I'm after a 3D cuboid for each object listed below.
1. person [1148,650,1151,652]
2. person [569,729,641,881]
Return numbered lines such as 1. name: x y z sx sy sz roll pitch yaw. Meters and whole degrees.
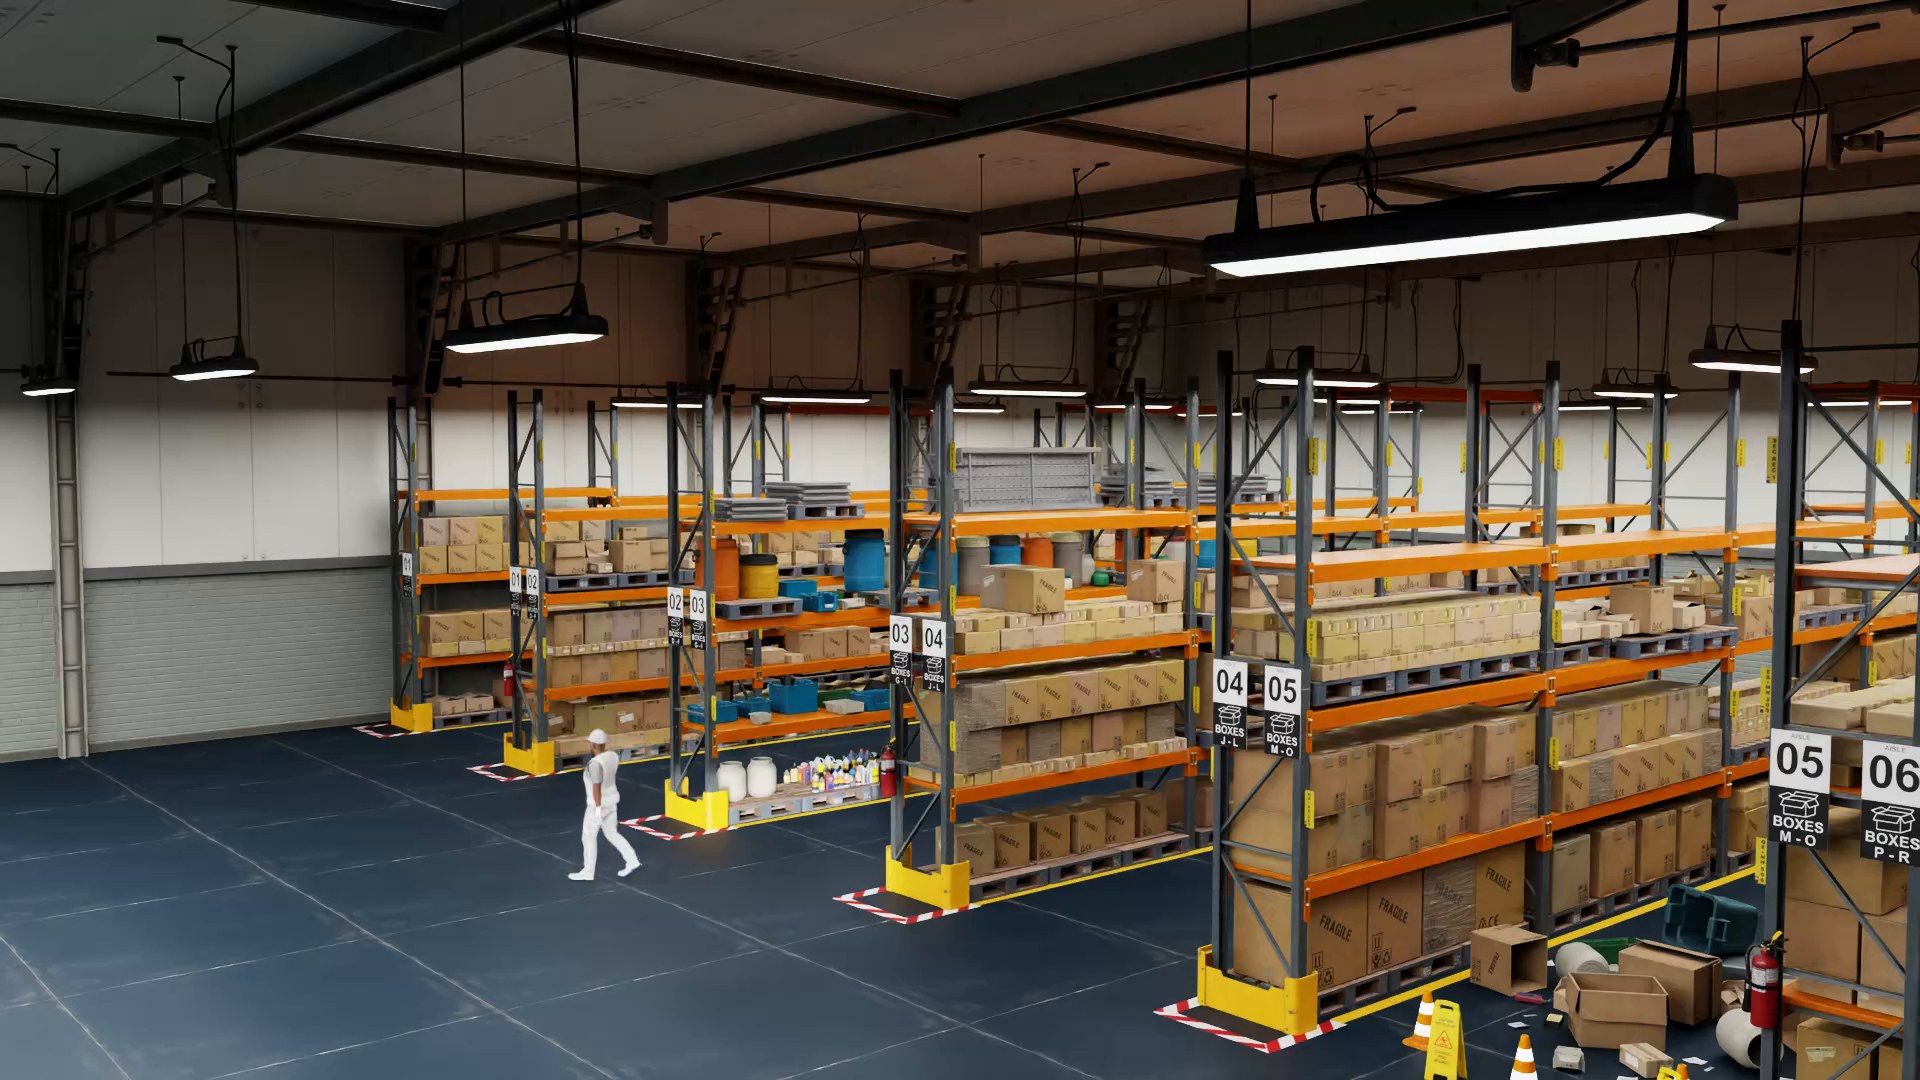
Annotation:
1. person: 4.563 1.892 40.717 0.596 1.766 0.448 -3 4 -37
2. person: -4.196 3.121 19.643 0.785 1.776 0.540 1 3 18
